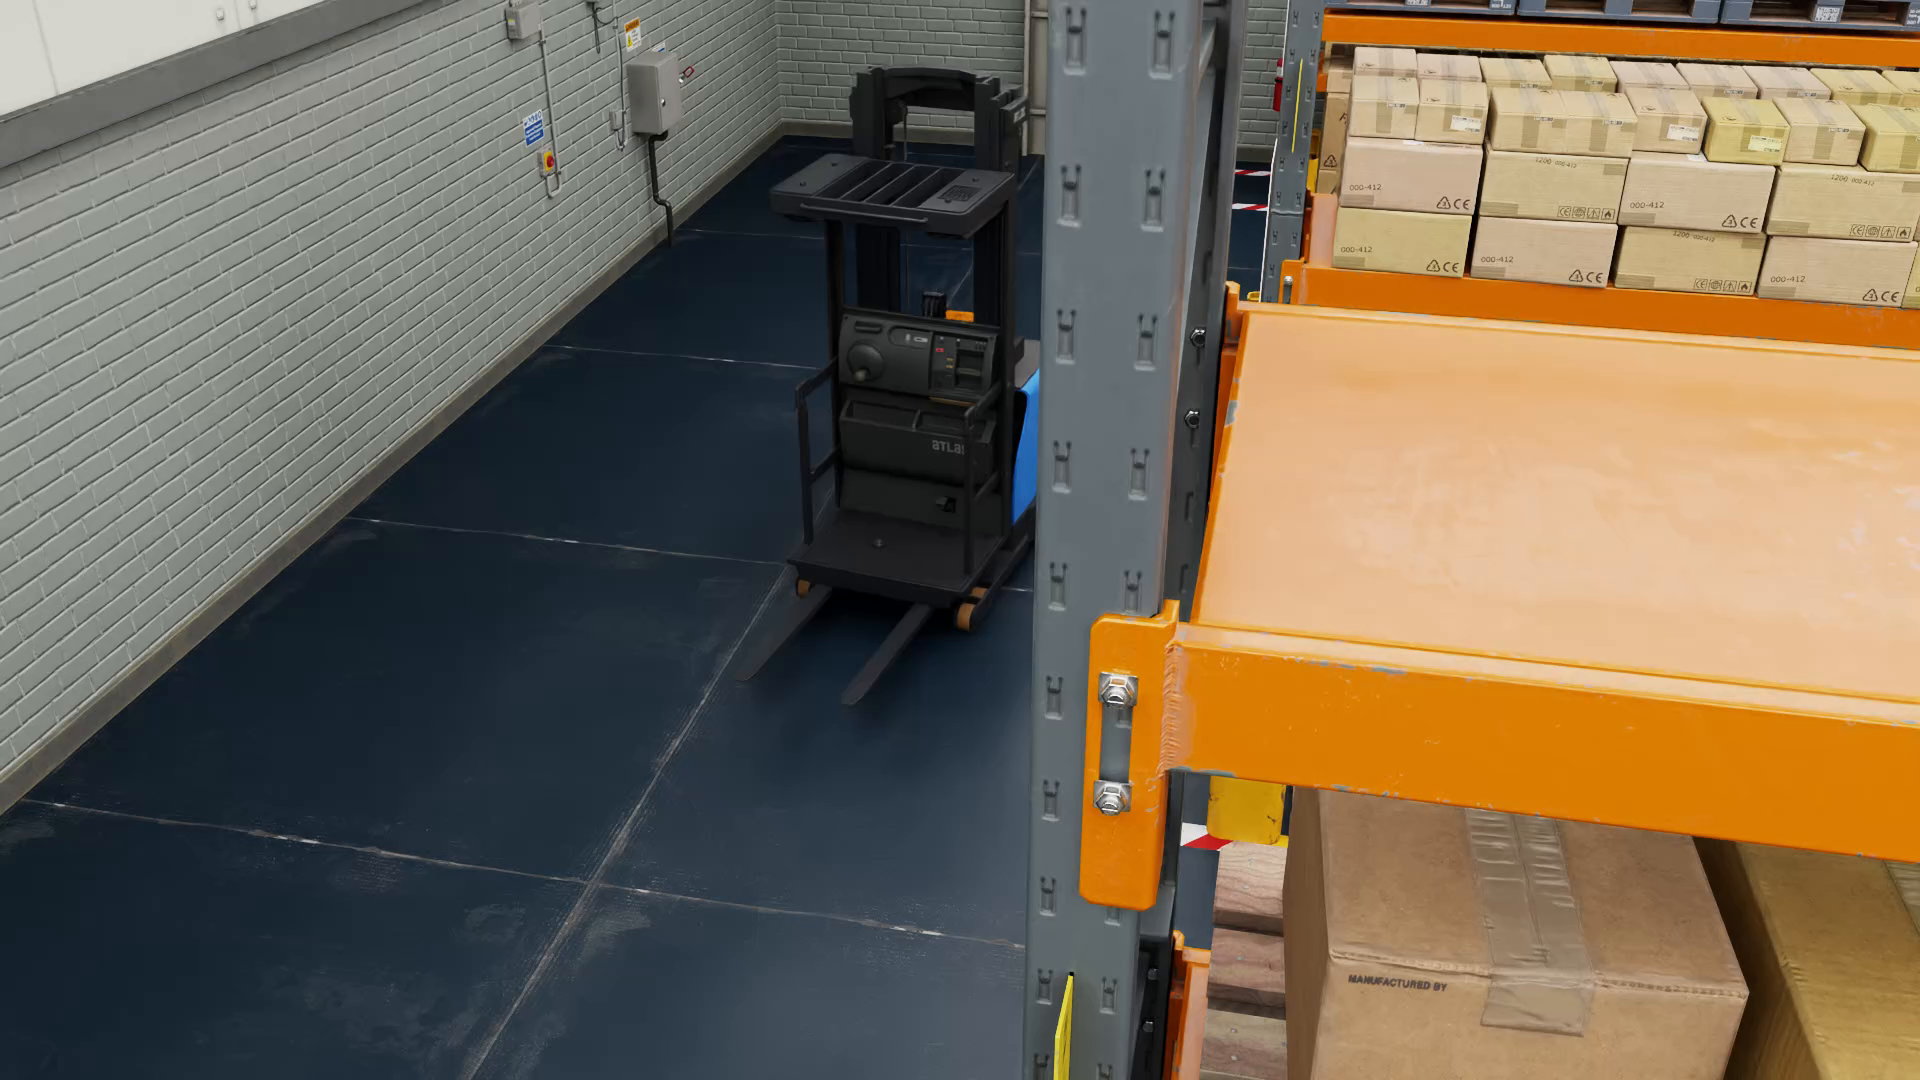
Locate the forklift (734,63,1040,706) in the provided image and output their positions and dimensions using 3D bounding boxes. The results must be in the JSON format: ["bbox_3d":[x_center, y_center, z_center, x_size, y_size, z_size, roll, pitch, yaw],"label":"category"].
[{"bbox_3d":[-0.318,-0.988,9.165,1.130,2.935,3.031,10,30,18],"label":"forklift"}]

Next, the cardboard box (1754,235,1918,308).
[{"bbox_3d":[3.283,-1.106,6.341,0.500,0.250,0.500,6,29,10],"label":"cardboard box"}]

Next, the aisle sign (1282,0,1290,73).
[{"bbox_3d":[2.178,-3.524,11.019,0.004,0.787,0.394,6,29,11],"label":"aisle sign"}]

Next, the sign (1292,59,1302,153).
[{"bbox_3d":[1.261,-1.623,6.218,0.005,0.325,0.100,6,29,11],"label":"sign"}]

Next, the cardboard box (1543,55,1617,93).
[{"bbox_3d":[2.513,-1.855,6.774,0.250,0.149,0.380,6,29,11],"label":"cardboard box"}]

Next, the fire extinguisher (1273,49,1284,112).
[{"bbox_3d":[3.102,-4.445,15.876,0.183,0.674,0.296,6,29,11],"label":"fire extinguisher"}]

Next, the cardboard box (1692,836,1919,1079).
[{"bbox_3d":[1.284,0.693,2.253,0.500,0.500,0.700,5,29,9],"label":"cardboard box"}]

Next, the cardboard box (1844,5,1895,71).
[{"bbox_3d":[8.187,-4.466,14.905,0.500,0.500,0.700,6,29,11],"label":"cardboard box"}]

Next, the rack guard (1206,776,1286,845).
[{"bbox_3d":[1.448,0.926,8.201,0.348,0.500,1.175,6,29,11],"label":"rack guard"}]

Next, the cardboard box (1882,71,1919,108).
[{"bbox_3d":[3.777,-1.719,6.524,0.250,0.149,0.380,7,30,13],"label":"cardboard box"}]

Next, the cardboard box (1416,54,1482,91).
[{"bbox_3d":[1.986,-1.866,6.794,0.250,0.149,0.380,6,29,11],"label":"cardboard box"}]

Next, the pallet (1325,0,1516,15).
[{"bbox_3d":[3.037,-3.721,11.053,1.213,0.211,1.003,6,29,11],"label":"pallet"}]

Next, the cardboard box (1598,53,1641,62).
[{"bbox_3d":[4.481,-3.194,11.302,0.250,0.149,0.380,6,29,11],"label":"cardboard box"}]

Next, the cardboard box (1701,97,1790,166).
[{"bbox_3d":[2.889,-1.516,6.153,0.250,0.149,0.380,7,29,12],"label":"cardboard box"}]

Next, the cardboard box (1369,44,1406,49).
[{"bbox_3d":[2.955,-3.324,11.539,0.250,0.149,0.380,6,29,11],"label":"cardboard box"}]

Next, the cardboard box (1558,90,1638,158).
[{"bbox_3d":[2.377,-1.563,6.240,0.250,0.149,0.380,6,29,11],"label":"cardboard box"}]

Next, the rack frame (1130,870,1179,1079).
[{"bbox_3d":[0.240,2.141,3.378,0.127,3.000,1.000,6,29,11],"label":"rack frame"}]

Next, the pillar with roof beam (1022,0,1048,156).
[{"bbox_3d":[-0.006,-6.148,12.271,0.400,9.000,9.100,6,29,11],"label":"pillar with roof beam"}]

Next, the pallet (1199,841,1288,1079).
[{"bbox_3d":[0.967,0.933,2.552,1.213,0.211,1.003,6,29,11],"label":"pallet"}]

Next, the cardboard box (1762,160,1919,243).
[{"bbox_3d":[3.247,-1.323,6.218,0.500,0.250,0.500,5,29,9],"label":"cardboard box"}]

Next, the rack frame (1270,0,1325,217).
[{"bbox_3d":[1.374,-2.810,6.174,0.127,3.000,1.000,6,29,11],"label":"rack frame"}]

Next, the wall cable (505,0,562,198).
[{"bbox_3d":[-3.210,-3.527,12.640,0.123,1.953,0.585,6,29,11],"label":"wall cable"}]

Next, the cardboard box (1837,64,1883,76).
[{"bbox_3d":[5.966,-3.033,11.007,0.250,0.149,0.380,5,29,10],"label":"cardboard box"}]

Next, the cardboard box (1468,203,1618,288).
[{"bbox_3d":[2.274,-1.208,6.528,0.500,0.250,0.500,7,29,12],"label":"cardboard box"}]

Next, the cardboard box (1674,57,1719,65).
[{"bbox_3d":[4.970,-3.150,11.222,0.250,0.149,0.380,5,29,9],"label":"cardboard box"}]

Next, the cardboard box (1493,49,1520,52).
[{"bbox_3d":[5.223,-4.596,15.530,0.500,0.250,0.500,5,29,9],"label":"cardboard box"}]

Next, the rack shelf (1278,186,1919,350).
[{"bbox_3d":[3.330,-0.978,6.700,4.000,0.370,1.077,6,29,11],"label":"rack shelf"}]

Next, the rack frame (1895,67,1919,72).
[{"bbox_3d":[6.221,-2.112,11.146,0.127,3.000,1.000,6,29,11],"label":"rack frame"}]

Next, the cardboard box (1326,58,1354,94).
[{"bbox_3d":[2.598,-3.114,11.157,0.250,0.149,0.380,6,29,12],"label":"cardboard box"}]

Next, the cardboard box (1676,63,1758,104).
[{"bbox_3d":[3.007,-1.784,6.644,0.250,0.149,0.380,6,29,12],"label":"cardboard box"}]

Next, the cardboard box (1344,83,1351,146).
[{"bbox_3d":[1.878,-1.721,6.944,0.500,0.250,0.500,5,29,9],"label":"cardboard box"}]

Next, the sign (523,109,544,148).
[{"bbox_3d":[-3.280,-3.170,12.797,0.001,0.218,0.327,6,29,11],"label":"sign"}]

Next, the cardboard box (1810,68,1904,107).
[{"bbox_3d":[3.518,-1.739,6.561,0.250,0.149,0.380,5,29,9],"label":"cardboard box"}]

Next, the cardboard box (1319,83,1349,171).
[{"bbox_3d":[2.719,-2.814,11.283,0.500,0.500,0.500,5,29,9],"label":"cardboard box"}]

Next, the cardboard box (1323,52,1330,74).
[{"bbox_3d":[3.606,-4.573,15.902,0.250,0.149,0.380,6,29,10],"label":"cardboard box"}]

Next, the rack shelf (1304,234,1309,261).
[{"bbox_3d":[4.265,-1.997,11.685,4.000,0.370,1.077,6,29,11],"label":"rack shelf"}]

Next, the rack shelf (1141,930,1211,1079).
[{"bbox_3d":[2.195,1.341,2.464,4.000,0.370,1.077,6,29,11],"label":"rack shelf"}]

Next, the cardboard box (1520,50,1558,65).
[{"bbox_3d":[3.961,-3.236,11.378,0.250,0.149,0.380,7,29,12],"label":"cardboard box"}]

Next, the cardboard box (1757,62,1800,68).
[{"bbox_3d":[5.453,-3.057,11.051,0.250,0.149,0.380,6,29,10],"label":"cardboard box"}]

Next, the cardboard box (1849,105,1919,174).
[{"bbox_3d":[3.401,-1.458,6.048,0.250,0.149,0.380,5,29,10],"label":"cardboard box"}]

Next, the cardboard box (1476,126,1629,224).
[{"bbox_3d":[2.260,-1.430,6.412,0.500,0.250,0.500,6,29,10],"label":"cardboard box"}]

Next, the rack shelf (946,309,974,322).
[{"bbox_3d":[0.039,-1.395,10.879,0.480,0.148,0.258,8,26,15],"label":"rack shelf"}]

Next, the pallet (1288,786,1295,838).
[{"bbox_3d":[2.236,1.150,8.091,1.213,0.211,1.003,6,29,11],"label":"pallet"}]

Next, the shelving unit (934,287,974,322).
[{"bbox_3d":[0.032,-1.041,11.048,0.503,1.200,0.258,8,26,15],"label":"shelving unit"}]

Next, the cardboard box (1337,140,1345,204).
[{"bbox_3d":[1.874,-1.507,7.074,0.500,0.250,0.500,5,29,9],"label":"cardboard box"}]

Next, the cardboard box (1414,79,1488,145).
[{"bbox_3d":[1.889,-1.649,6.397,0.250,0.149,0.380,7,29,13],"label":"cardboard box"}]

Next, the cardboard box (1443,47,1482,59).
[{"bbox_3d":[3.463,-3.293,11.483,0.250,0.149,0.380,7,29,12],"label":"cardboard box"}]

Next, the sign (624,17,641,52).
[{"bbox_3d":[-2.843,-4.397,14.459,0.001,0.242,0.339,6,29,11],"label":"sign"}]

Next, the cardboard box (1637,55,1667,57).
[{"bbox_3d":[6.212,-4.488,15.332,0.500,0.250,0.500,6,29,11],"label":"cardboard box"}]
